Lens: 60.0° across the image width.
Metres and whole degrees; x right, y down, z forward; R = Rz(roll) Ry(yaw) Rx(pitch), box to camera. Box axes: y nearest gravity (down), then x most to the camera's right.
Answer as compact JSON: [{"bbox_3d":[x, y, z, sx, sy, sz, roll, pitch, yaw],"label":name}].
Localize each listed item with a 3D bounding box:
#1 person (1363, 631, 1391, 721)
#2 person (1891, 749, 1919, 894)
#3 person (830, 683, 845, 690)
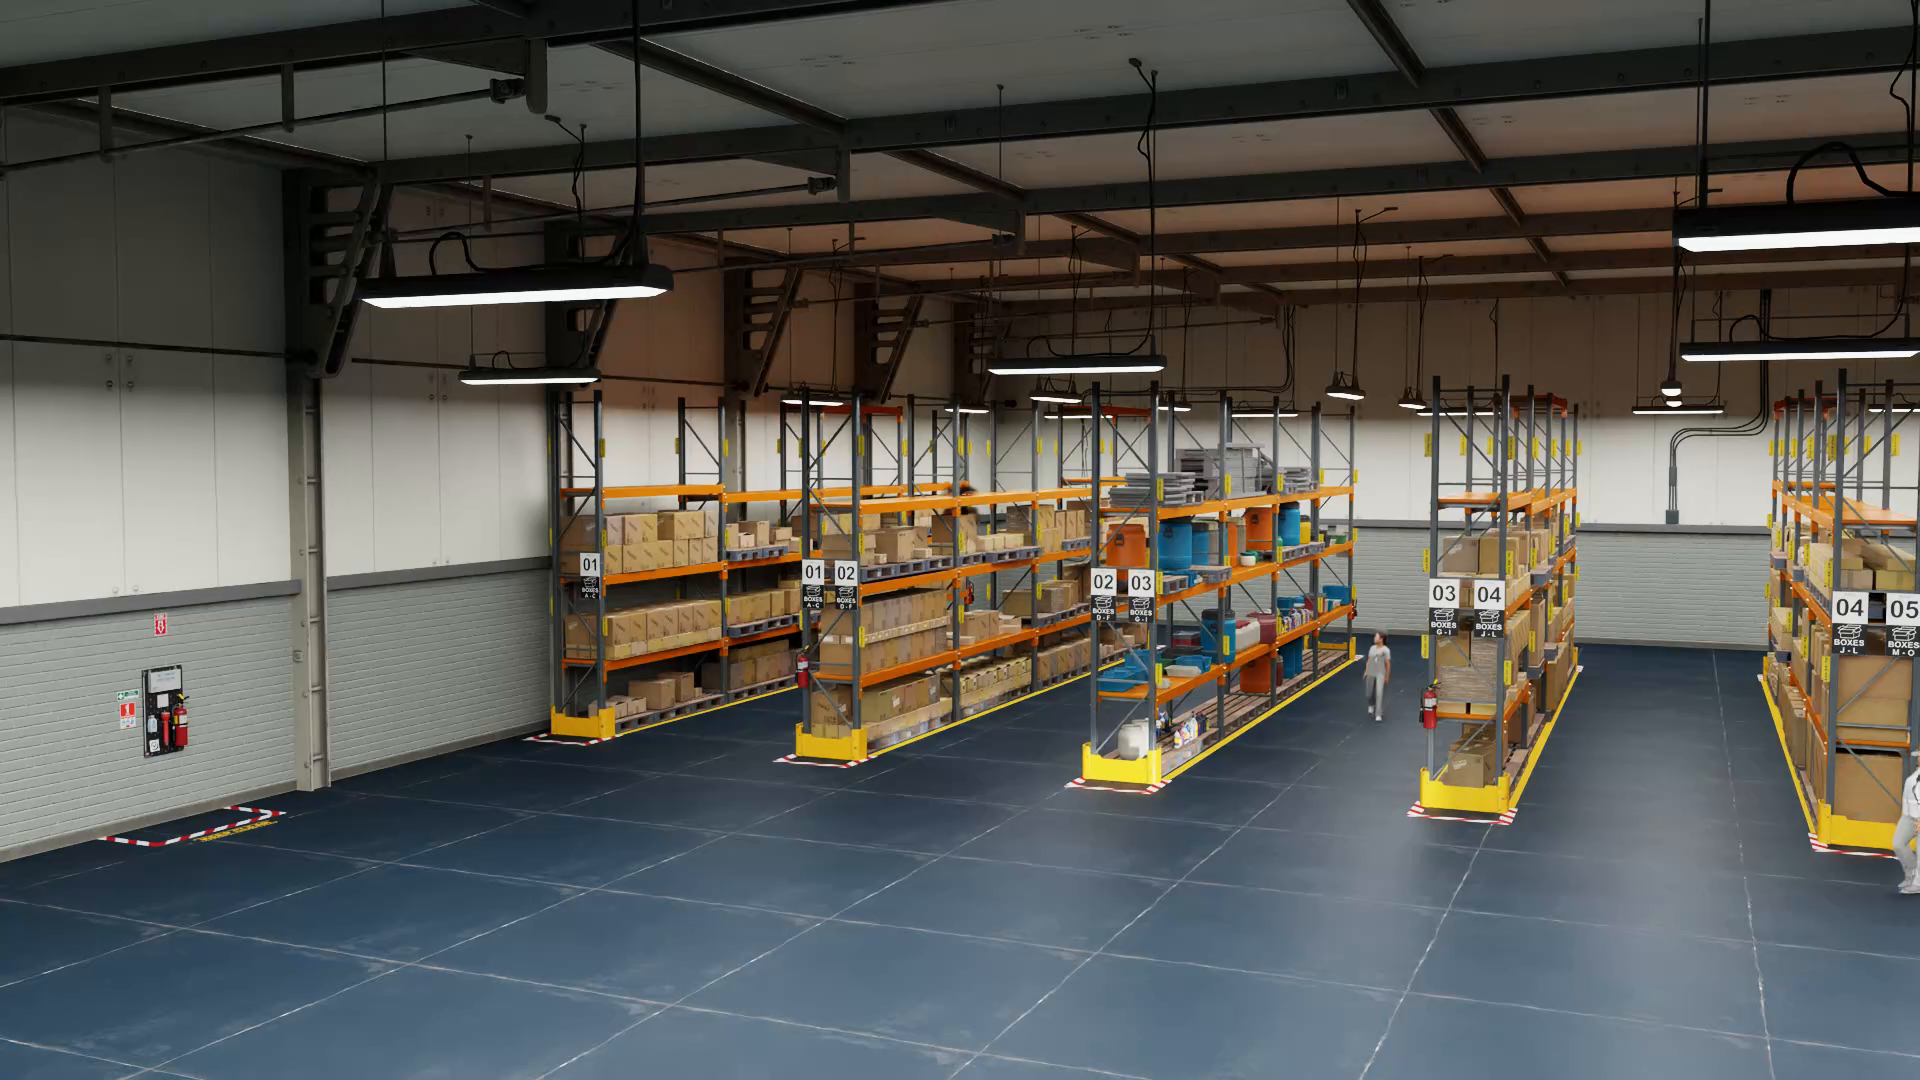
[{"bbox_3d":[7.709,2.482,30.693,0.494,1.624,0.840,1,3,21],"label":"person"},{"bbox_3d":[10.805,3.161,18.735,0.461,1.703,0.521,-1,3,-11],"label":"person"},{"bbox_3d":[-2.288,2.369,32.079,0.524,1.689,0.556,-2,4,-32],"label":"person"}]
